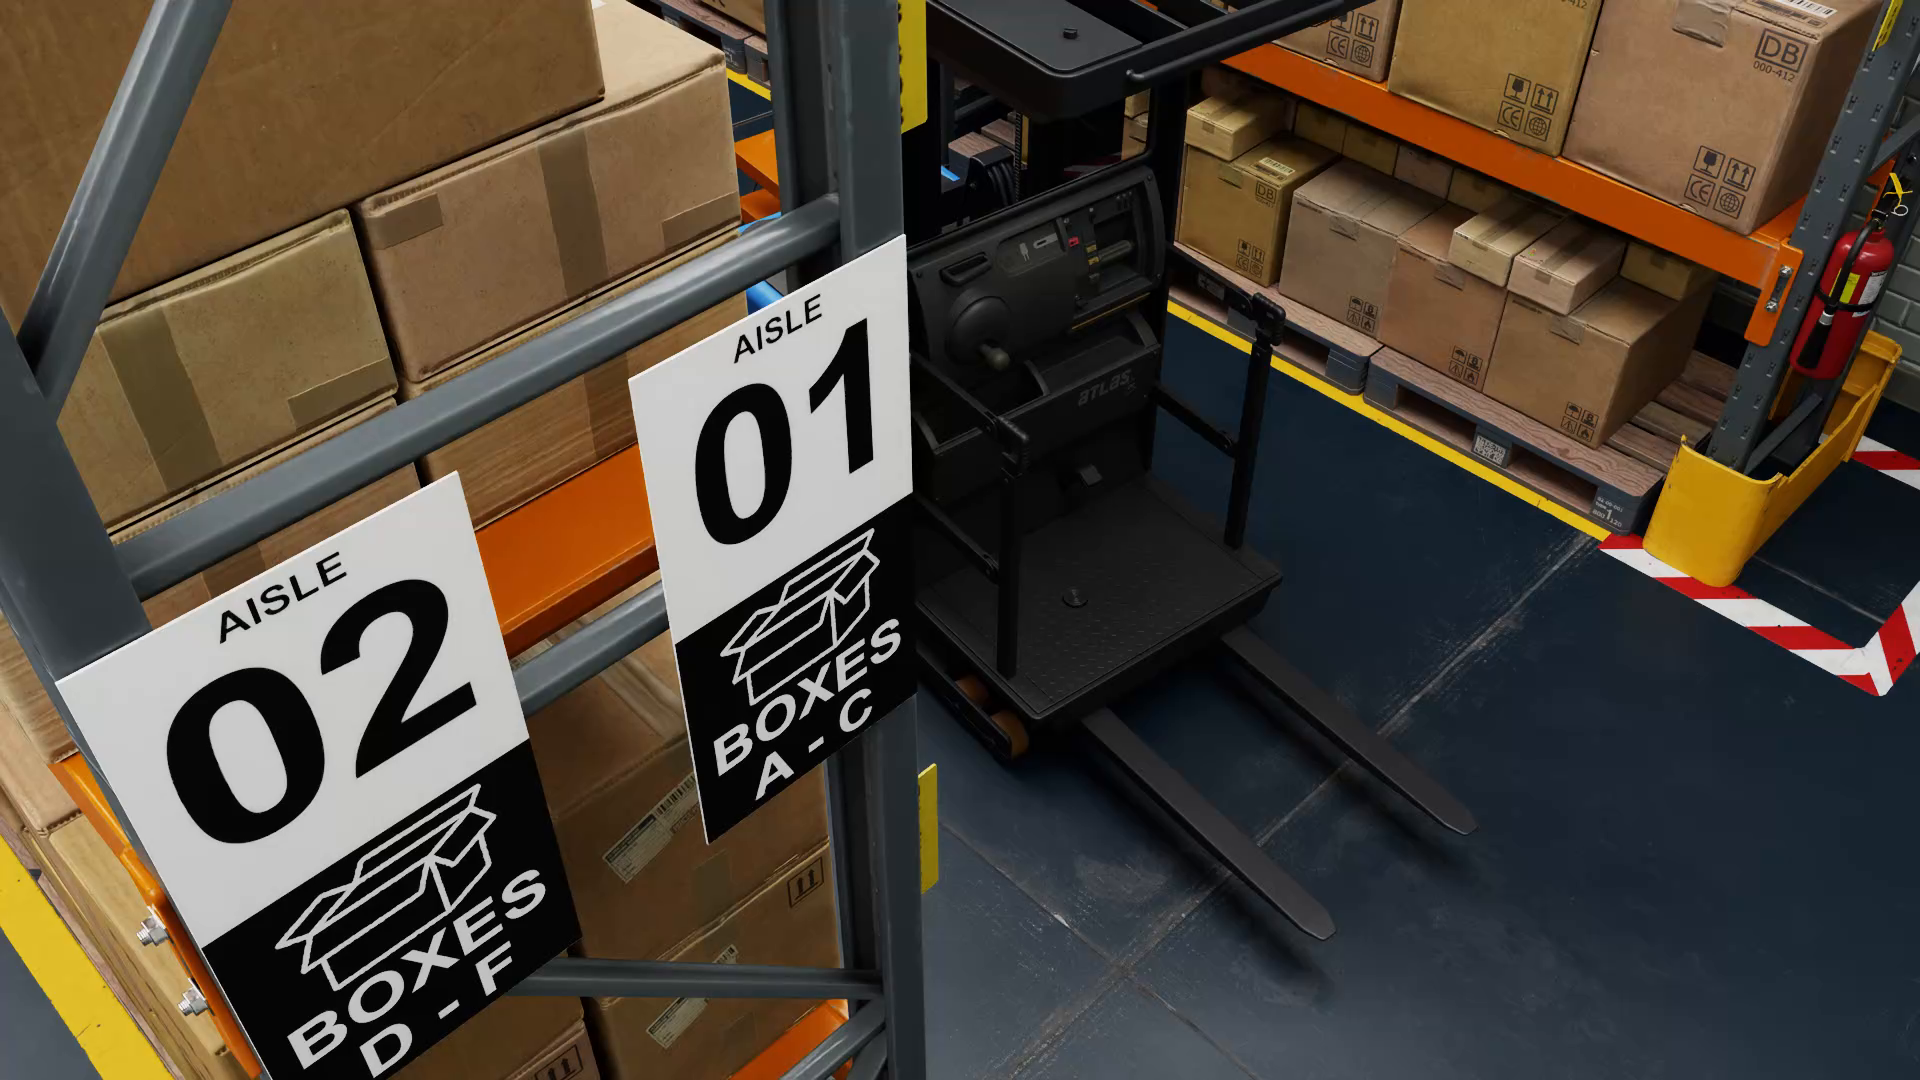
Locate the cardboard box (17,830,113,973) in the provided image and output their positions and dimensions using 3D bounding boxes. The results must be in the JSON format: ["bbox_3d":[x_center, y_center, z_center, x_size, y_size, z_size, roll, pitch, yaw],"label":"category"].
[{"bbox_3d":[-1.686,0.481,3.446,0.500,0.500,0.500,-34,52,-31],"label":"cardboard box"}]

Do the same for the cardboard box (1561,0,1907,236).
[{"bbox_3d":[2.678,-1.634,5.587,0.980,0.700,0.700,-32,51,-30],"label":"cardboard box"}]

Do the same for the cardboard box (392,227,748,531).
[{"bbox_3d":[-0.642,-0.323,2.290,0.500,0.250,0.500,-34,53,-31],"label":"cardboard box"}]

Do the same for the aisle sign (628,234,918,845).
[{"bbox_3d":[-0.204,0.030,2.092,0.394,0.787,0.004,-34,53,-31],"label":"aisle sign"}]

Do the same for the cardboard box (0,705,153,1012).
[{"bbox_3d":[-1.326,0.364,2.836,0.500,0.500,0.500,-33,52,-30],"label":"cardboard box"}]

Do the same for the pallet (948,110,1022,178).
[{"bbox_3d":[0.702,-1.779,8.019,1.003,0.211,1.213,-34,53,-31],"label":"pallet"}]

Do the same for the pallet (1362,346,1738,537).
[{"bbox_3d":[2.425,-0.606,6.751,1.003,0.211,1.213,-34,53,-31],"label":"pallet"}]

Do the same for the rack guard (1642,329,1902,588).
[{"bbox_3d":[3.062,-0.354,6.265,1.175,0.500,0.348,-34,53,-31],"label":"rack guard"}]

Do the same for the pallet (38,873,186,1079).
[{"bbox_3d":[-1.934,1.111,4.892,1.003,0.211,1.213,-34,53,-31],"label":"pallet"}]

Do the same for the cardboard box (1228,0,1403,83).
[{"bbox_3d":[1.624,-2.349,6.361,0.700,0.700,0.980,32,51,30],"label":"cardboard box"}]

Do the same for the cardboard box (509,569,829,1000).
[{"bbox_3d":[-0.586,0.349,2.852,0.500,0.500,0.500,-32,52,-30],"label":"cardboard box"}]

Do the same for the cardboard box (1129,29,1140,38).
[{"bbox_3d":[0.714,-2.436,7.731,0.250,0.149,0.380,34,52,31],"label":"cardboard box"}]

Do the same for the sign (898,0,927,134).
[{"bbox_3d":[-0.076,-0.591,1.825,0.100,0.325,0.005,-34,53,-31],"label":"sign"}]

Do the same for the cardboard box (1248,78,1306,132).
[{"bbox_3d":[1.452,-1.936,7.189,0.380,0.149,0.250,-34,52,-31],"label":"cardboard box"}]

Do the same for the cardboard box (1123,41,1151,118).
[{"bbox_3d":[0.788,-2.020,7.280,0.380,0.149,0.250,-32,52,-30],"label":"cardboard box"}]

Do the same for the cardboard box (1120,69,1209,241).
[{"bbox_3d":[1.028,-1.790,7.510,0.500,0.500,0.700,34,52,31],"label":"cardboard box"}]

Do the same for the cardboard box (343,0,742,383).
[{"bbox_3d":[-0.638,-0.509,2.123,0.500,0.250,0.500,-34,53,-31],"label":"cardboard box"}]

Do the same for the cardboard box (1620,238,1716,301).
[{"bbox_3d":[2.710,-1.082,6.265,0.380,0.149,0.250,-34,52,-31],"label":"cardboard box"}]

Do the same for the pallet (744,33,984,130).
[{"bbox_3d":[-0.378,-2.516,8.817,1.003,0.211,1.213,-34,53,-31],"label":"pallet"}]

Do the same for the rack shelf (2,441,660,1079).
[{"bbox_3d":[-1.872,-0.706,3.124,1.077,0.370,4.000,-34,53,-31],"label":"rack shelf"}]

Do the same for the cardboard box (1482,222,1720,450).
[{"bbox_3d":[2.480,-0.808,6.447,0.700,0.500,0.500,-34,53,-31],"label":"cardboard box"}]

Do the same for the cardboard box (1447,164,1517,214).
[{"bbox_3d":[2.175,-1.446,6.659,0.380,0.149,0.250,-34,52,-31],"label":"cardboard box"}]

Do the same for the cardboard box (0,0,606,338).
[{"bbox_3d":[-0.834,-0.652,1.725,0.700,0.500,0.500,-34,53,-31],"label":"cardboard box"}]

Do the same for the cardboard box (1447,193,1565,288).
[{"bbox_3d":[2.079,-1.143,6.332,0.380,0.149,0.250,-33,52,-30],"label":"cardboard box"}]

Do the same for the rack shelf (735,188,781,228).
[{"bbox_3d":[-0.651,-1.203,6.437,0.258,0.148,0.480,-27,49,-26],"label":"rack shelf"}]

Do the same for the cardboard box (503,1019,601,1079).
[{"bbox_3d":[-0.969,0.971,2.915,0.500,0.500,0.500,-32,52,-30],"label":"cardboard box"}]

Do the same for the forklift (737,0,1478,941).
[{"bbox_3d":[0.379,-0.736,4.887,1.130,2.935,3.031,-27,49,-26],"label":"forklift"}]

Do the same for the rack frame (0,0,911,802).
[{"bbox_3d":[-0.460,-1.111,0.822,1.000,3.000,0.127,-34,53,-31],"label":"rack frame"}]

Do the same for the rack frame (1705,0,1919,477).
[{"bbox_3d":[3.045,-1.284,5.429,1.000,3.000,0.127,-34,53,-31],"label":"rack frame"}]

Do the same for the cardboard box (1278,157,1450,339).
[{"bbox_3d":[1.771,-1.290,6.968,0.500,0.500,0.700,32,52,30],"label":"cardboard box"}]

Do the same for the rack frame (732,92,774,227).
[{"bbox_3d":[-0.799,-1.220,6.686,0.240,1.200,0.015,-27,49,-26],"label":"rack frame"}]

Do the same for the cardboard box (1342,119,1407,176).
[{"bbox_3d":[1.813,-1.691,6.924,0.380,0.149,0.250,-34,52,-31],"label":"cardboard box"}]

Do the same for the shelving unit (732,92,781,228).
[{"bbox_3d":[-0.651,-1.088,6.543,0.258,1.200,0.503,-27,49,-26],"label":"shelving unit"}]
